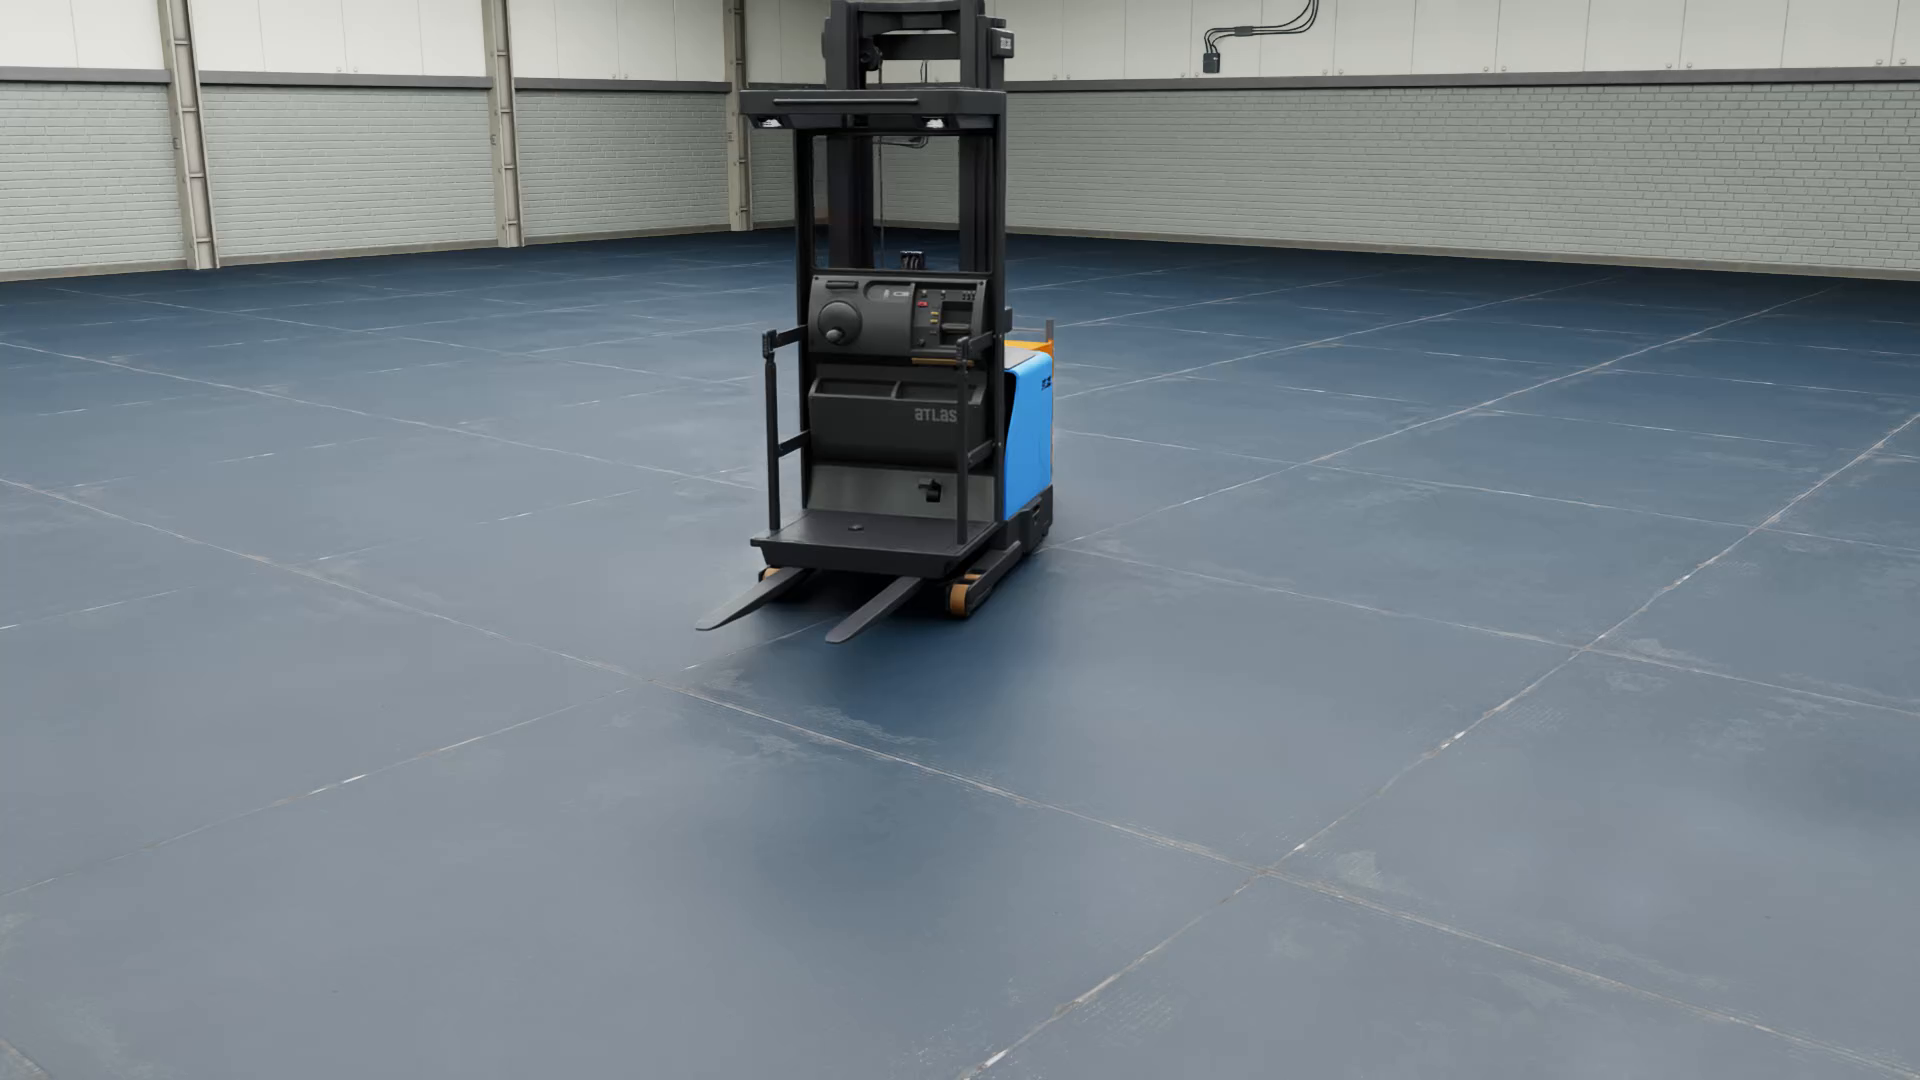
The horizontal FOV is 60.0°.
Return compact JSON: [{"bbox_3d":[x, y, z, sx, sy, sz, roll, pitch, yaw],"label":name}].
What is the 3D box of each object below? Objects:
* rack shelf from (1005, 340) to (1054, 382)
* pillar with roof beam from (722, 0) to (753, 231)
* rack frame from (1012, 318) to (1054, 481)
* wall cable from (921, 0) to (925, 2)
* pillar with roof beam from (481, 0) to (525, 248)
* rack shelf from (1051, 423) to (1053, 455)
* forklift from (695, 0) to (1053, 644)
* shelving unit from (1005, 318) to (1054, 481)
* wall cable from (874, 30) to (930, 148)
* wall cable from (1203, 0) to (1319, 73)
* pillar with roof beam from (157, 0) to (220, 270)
[{"bbox_3d":[0.147,-1.061,10.328,0.538,0.278,1.000,7,16,25],"label":"rack shelf"},{"bbox_3d":[-1.384,-10.403,32.296,9.100,9.000,0.400,11,18,38],"label":"pillar with roof beam"},{"bbox_3d":[0.367,-0.891,10.844,0.500,1.125,0.032,7,16,25],"label":"rack frame"},{"bbox_3d":[0.252,-11.953,34.446,3.097,2.526,0.112,11,18,38],"label":"wall cable"},{"bbox_3d":[-5.155,-9.254,27.773,9.100,9.000,0.400,11,18,38],"label":"pillar with roof beam"},{"bbox_3d":[0.147,-0.541,10.460,0.538,0.278,1.000,7,16,25],"label":"rack shelf"},{"bbox_3d":[-0.382,-1.152,8.205,1.130,2.935,3.031,4,15,17],"label":"forklift"},{"bbox_3d":[0.147,-0.778,10.400,0.538,1.125,1.048,7,16,25],"label":"shelving unit"},{"bbox_3d":[-1.852,-9.924,36.716,3.097,2.526,0.112,11,18,38],"label":"wall cable"},{"bbox_3d":[5.522,-11.605,30.120,2.305,6.003,0.169,11,18,38],"label":"wall cable"},{"bbox_3d":[-8.926,-8.105,23.250,9.100,9.000,0.400,11,18,38],"label":"pillar with roof beam"}]
